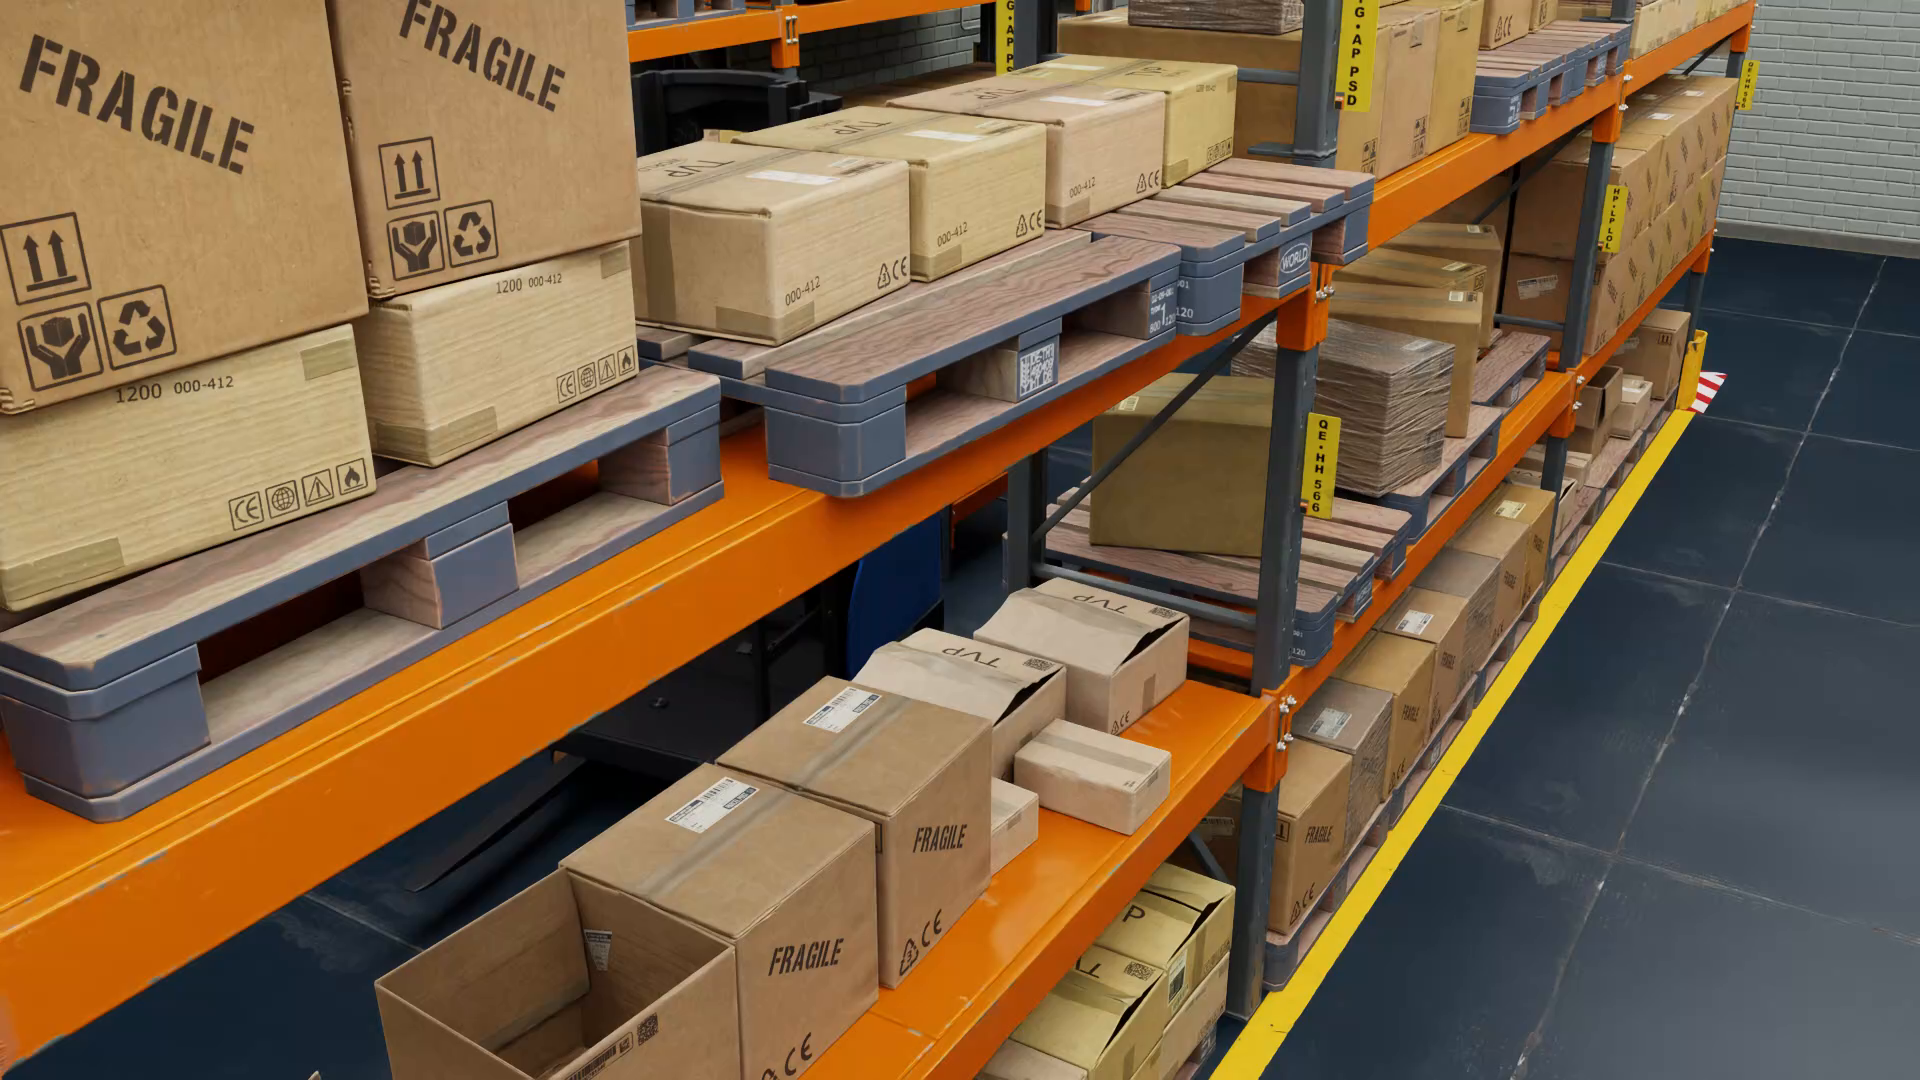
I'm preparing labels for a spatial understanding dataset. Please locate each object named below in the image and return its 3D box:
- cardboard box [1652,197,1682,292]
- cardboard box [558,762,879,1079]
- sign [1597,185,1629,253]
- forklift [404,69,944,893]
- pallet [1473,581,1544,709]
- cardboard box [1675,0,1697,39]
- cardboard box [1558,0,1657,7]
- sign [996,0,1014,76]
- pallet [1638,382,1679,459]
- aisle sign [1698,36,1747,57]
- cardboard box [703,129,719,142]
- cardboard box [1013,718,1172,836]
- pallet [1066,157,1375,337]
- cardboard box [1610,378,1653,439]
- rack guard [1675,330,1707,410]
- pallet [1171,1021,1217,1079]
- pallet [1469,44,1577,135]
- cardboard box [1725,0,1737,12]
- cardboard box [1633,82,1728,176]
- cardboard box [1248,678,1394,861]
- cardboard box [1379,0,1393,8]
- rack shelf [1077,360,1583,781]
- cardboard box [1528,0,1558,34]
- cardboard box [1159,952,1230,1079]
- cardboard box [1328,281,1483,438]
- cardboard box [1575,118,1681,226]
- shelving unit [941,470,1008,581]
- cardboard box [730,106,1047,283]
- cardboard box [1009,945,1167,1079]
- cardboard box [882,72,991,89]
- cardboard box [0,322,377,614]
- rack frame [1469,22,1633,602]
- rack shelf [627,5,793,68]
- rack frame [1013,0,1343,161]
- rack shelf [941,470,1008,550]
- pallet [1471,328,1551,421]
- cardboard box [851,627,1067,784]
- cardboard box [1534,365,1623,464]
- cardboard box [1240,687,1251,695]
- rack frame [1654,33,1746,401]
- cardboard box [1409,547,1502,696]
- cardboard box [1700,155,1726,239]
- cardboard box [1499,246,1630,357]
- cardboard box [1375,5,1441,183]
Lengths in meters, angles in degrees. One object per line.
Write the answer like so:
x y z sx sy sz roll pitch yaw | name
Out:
4.026 -1.831 10.077 0.500 0.500 0.500 13 27 28 | cardboard box
-0.533 0.895 3.780 0.500 0.500 0.500 14 27 29 | cardboard box
3.199 -1.572 8.149 0.100 0.325 0.005 14 27 29 | sign
-1.148 -0.337 6.839 1.130 2.935 3.031 10 25 22 | forklift
2.329 0.406 8.546 1.003 0.211 1.213 14 27 29 | pallet
3.725 -2.912 9.115 0.500 0.250 0.500 14 27 29 | cardboard box
3.193 -2.805 8.238 0.500 0.250 0.500 14 27 29 | cardboard box
0.156 -1.534 5.092 0.100 0.325 0.005 14 27 29 | sign
4.376 -0.931 11.636 1.003 0.211 1.213 14 27 29 | pallet
5.132 -3.658 11.152 0.394 0.787 0.004 14 27 29 | aisle sign
-1.792 -2.347 9.926 0.500 0.250 0.500 15 27 30 | cardboard box
0.376 0.671 4.741 0.380 0.149 0.250 14 27 29 | cardboard box
0.334 -0.848 4.396 1.213 0.211 1.003 15 28 31 | pallet
4.232 -0.897 10.953 0.500 0.250 0.500 14 27 29 | cardboard box
4.796 -1.333 12.201 1.175 0.500 0.348 14 27 29 | rack guard
0.148 1.743 5.457 1.003 0.211 1.213 14 27 29 | pallet
1.778 -1.890 6.802 1.213 0.211 1.003 14 27 29 | pallet
4.516 -3.419 10.285 0.500 0.250 0.500 14 27 29 | cardboard box
4.569 -2.632 10.671 0.500 0.500 0.500 15 27 30 | cardboard box
1.370 0.868 6.563 0.500 0.500 0.500 13 27 27 | cardboard box
1.120 -2.005 5.447 0.500 0.500 0.500 14 27 29 | cardboard box
1.671 -0.151 7.229 1.077 0.370 4.000 14 27 29 | rack shelf
2.397 -2.663 7.569 0.600 0.600 0.600 11 26 24 | cardboard box
0.546 1.492 5.461 0.500 0.250 0.500 15 27 30 | cardboard box
1.846 -0.786 7.134 0.700 0.500 0.500 7 24 16 | cardboard box
3.757 -2.109 9.461 0.500 0.500 0.500 13 27 27 | cardboard box
0.004 -0.518 9.532 0.538 1.125 1.048 14 27 29 | shelving unit
-0.148 -0.770 3.638 0.500 0.250 0.500 13 27 28 | cardboard box
0.280 1.411 4.942 0.500 0.311 0.500 13 27 28 | cardboard box
-0.009 -3.259 13.124 0.980 0.700 0.700 14 27 29 | cardboard box
-1.161 -0.162 2.234 0.500 0.250 0.500 17 29 34 | cardboard box
2.726 -1.156 8.645 1.000 3.000 0.127 14 27 29 | rack frame
-2.540 -2.564 9.028 1.077 0.370 4.000 14 27 29 | rack shelf
0.616 -2.559 4.335 1.000 3.000 0.127 14 27 29 | rack frame
0.004 -0.294 9.629 0.538 0.278 1.000 14 27 29 | rack shelf
2.212 -0.821 8.113 1.003 0.211 1.213 14 27 29 | pallet
-0.020 0.496 4.941 0.500 0.311 0.500 14 27 28 | cardboard box
3.712 -0.848 10.521 0.797 0.503 0.637 14 27 29 | cardboard box
0.910 0.774 6.778 0.500 0.500 0.500 15 28 31 | cardboard box
4.836 -2.506 11.764 1.000 3.000 0.127 14 27 29 | rack frame
2.176 0.350 7.759 0.500 0.500 0.500 14 27 30 | cardboard box
4.831 -2.344 11.263 0.500 0.500 0.500 15 27 31 | cardboard box
3.226 -1.317 8.891 0.500 0.500 0.500 15 27 30 | cardboard box
1.086 -1.555 5.665 0.910 0.500 0.500 14 27 29 | cardboard box
